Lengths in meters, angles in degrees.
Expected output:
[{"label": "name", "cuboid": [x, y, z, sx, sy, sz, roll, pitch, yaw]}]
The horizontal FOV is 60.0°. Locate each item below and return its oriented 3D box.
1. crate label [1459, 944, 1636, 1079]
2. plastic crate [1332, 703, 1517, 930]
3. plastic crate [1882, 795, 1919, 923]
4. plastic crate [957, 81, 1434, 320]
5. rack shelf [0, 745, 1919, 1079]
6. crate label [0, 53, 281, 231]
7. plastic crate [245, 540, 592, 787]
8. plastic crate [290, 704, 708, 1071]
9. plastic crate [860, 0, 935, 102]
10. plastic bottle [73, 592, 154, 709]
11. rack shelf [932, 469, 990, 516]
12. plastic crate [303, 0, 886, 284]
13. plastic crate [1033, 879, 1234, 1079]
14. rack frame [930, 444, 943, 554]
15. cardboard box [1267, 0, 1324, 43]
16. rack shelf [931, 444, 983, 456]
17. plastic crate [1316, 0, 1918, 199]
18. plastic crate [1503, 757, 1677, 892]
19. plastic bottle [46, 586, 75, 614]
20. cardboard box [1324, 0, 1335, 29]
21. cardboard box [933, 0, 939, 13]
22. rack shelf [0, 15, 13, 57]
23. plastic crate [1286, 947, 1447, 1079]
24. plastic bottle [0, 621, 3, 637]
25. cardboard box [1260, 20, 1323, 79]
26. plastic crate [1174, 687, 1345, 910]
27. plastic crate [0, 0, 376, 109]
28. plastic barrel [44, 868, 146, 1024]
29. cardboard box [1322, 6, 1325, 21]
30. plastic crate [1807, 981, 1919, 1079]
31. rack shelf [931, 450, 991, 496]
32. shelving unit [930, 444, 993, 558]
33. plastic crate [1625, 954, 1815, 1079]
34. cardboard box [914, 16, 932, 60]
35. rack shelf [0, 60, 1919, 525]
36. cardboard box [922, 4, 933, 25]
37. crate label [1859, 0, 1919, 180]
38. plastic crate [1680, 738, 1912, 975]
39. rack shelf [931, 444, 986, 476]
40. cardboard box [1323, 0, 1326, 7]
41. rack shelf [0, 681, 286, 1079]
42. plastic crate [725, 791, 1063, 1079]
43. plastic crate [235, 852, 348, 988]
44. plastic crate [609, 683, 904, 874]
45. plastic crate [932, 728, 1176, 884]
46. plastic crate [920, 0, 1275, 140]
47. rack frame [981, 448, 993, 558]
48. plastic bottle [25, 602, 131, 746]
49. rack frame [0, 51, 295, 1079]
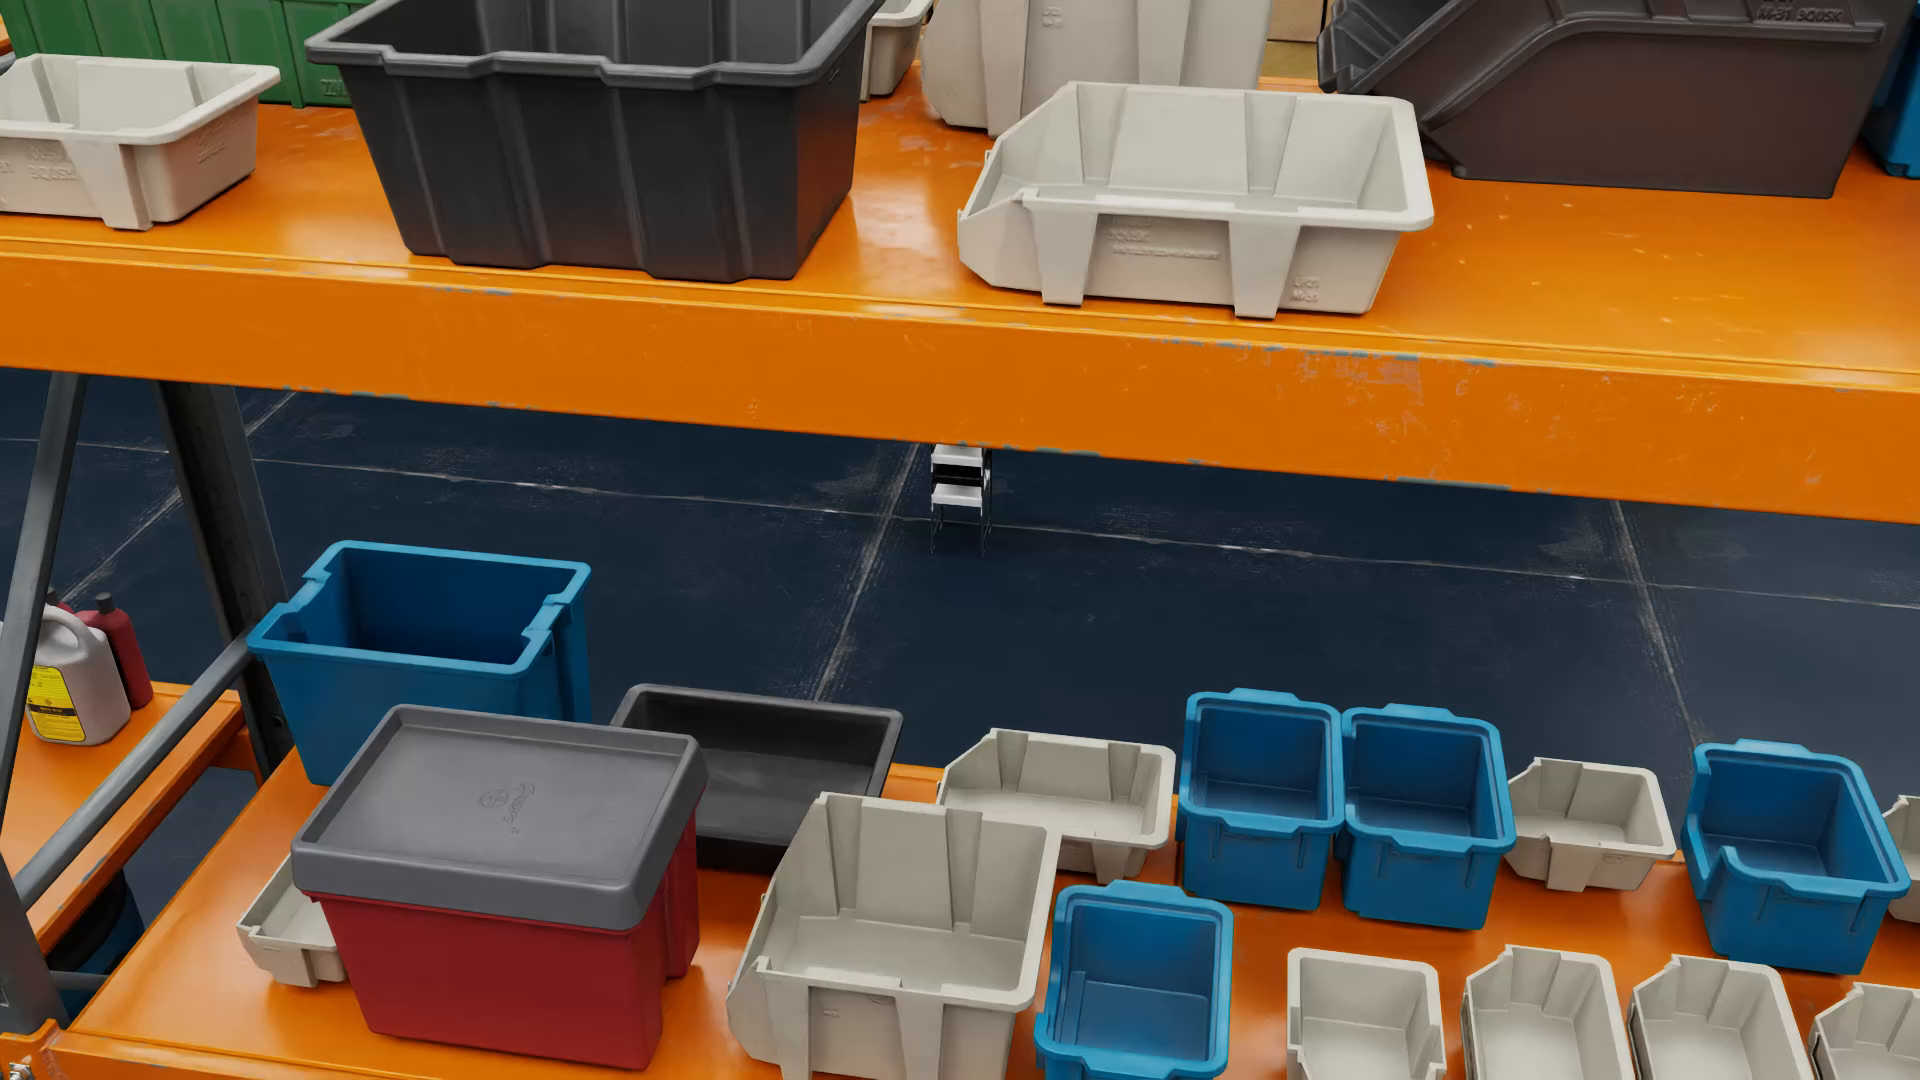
[{"label": "crate label", "cuboid": [0.959, 0.864, 2.735, 0.243, 0.136, 0.396, 5, 32, 8]}, {"label": "plastic crate", "cuboid": [0.869, 0.535, 3.170, 0.300, 0.233, 0.416, 5, 32, 8]}, {"label": "plastic crate", "cuboid": [1.865, 0.621, 3.123, 0.298, 0.136, 0.250, 5, 32, 8]}, {"label": "plastic crate", "cuboid": [0.276, -0.414, 2.005, 0.530, 0.136, 0.437, 5, 32, 8]}, {"label": "rack shelf", "cuboid": [0.383, 0.927, 3.120, 4.000, 0.370, 1.077, 5, 32, 8]}, {"label": "crate label", "cuboid": [-1.154, -0.521, 2.177, 0.466, 0.136, 0.293, 5, 32, 8]}, {"label": "plastic crate", "cuboid": [-1.070, 0.288, 3.421, 0.575, 0.384, 0.392, 5, 32, 8]}, {"label": "plastic crate", "cuboid": [-0.750, 0.602, 2.844, 0.583, 0.464, 0.402, 5, 32, 8]}, {"label": "plastic crate", "cuboid": [-0.270, -0.801, 2.625, 0.466, 0.136, 0.293, 5, 32, 8]}, {"label": "plastic bottle", "cuboid": [-1.878, 0.237, 3.654, 0.133, 0.283, 0.061, 5, 32, 8]}, {"label": "rack shelf", "cuboid": [0.008, -0.200, 6.623, 0.200, 0.077, 0.258, 5, 32, 8]}, {"label": "plastic crate", "cuboid": [-0.410, -0.518, 2.047, 0.590, 0.269, 0.497, 5, 32, 8]}, {"label": "plastic crate", "cuboid": [0.287, 0.797, 2.751, 0.300, 0.233, 0.416, 5, 32, 8]}, {"label": "rack frame", "cuboid": [-0.092, -0.390, 6.525, 0.006, 0.900, 0.240, 5, 32, 8]}, {"label": "cardboard box", "cuboid": [1.191, -2.286, 6.538, 0.500, 0.500, 0.500, 6, 33, 10]}, {"label": "rack shelf", "cuboid": [0.008, -0.429, 6.480, 0.200, 0.077, 0.258, 5, 32, 8]}, {"label": "plastic crate", "cuboid": [0.895, -0.725, 2.312, 0.767, 0.338, 0.504, 5, 32, 8]}, {"label": "plastic crate", "cuboid": [1.196, 0.560, 3.219, 0.298, 0.136, 0.250, 5, 32, 8]}, {"label": "plastic bottle", "cuboid": [-2.009, 0.225, 3.673, 0.133, 0.283, 0.061, 5, 32, 8]}, {"label": "cardboard box", "cuboid": [1.697, -2.240, 6.465, 0.500, 0.500, 0.500, 6, 33, 10]}, {"label": "cardboard box", "cuboid": [0.175, -2.378, 6.685, 0.500, 0.500, 0.500, 4, 32, 7]}, {"label": "rack shelf", "cuboid": [-3.560, -0.701, 2.894, 4.000, 0.370, 1.077, 5, 32, 8]}, {"label": "plastic crate", "cuboid": [0.664, 0.847, 2.762, 0.250, 0.136, 0.298, 5, 32, 8]}, {"label": "plastic bottle", "cuboid": [-2.126, 0.259, 3.696, 0.097, 0.201, 0.097, 0, 32, 0]}, {"label": "cardboard box", "cuboid": [1.205, -1.866, 6.810, 0.500, 0.500, 0.500, 5, 32, 8]}, {"label": "plastic crate", "cuboid": [0.573, 0.508, 3.213, 0.300, 0.233, 0.416, 5, 32, 8]}, {"label": "plastic crate", "cuboid": [-1.120, -0.858, 2.666, 0.662, 0.188, 0.450, 5, 32, 8]}, {"label": "plastic barrel", "cuboid": [-2.121, 1.098, 3.751, 0.708, 0.901, 0.600, 5, 32, 8]}, {"label": "cardboard box", "cuboid": [1.795, -2.099, 7.182, 0.500, 0.500, 0.500, 5, 32, 8]}, {"label": "plastic crate", "cuboid": [1.521, 0.909, 2.663, 0.243, 0.136, 0.396, 5, 32, 8]}, {"label": "rack shelf", "cuboid": [0.008, -0.276, 6.576, 0.200, 0.077, 0.258, 5, 32, 8]}, {"label": "shelving unit", "cuboid": [0.008, -0.381, 6.510, 0.210, 0.900, 0.258, 5, 32, 8]}, {"label": "plastic crate", "cuboid": [1.237, 0.876, 2.716, 0.243, 0.136, 0.396, 5, 32, 8]}, {"label": "cardboard box", "cuboid": [-0.294, -2.001, 7.025, 0.500, 0.500, 0.500, 6, 33, 9]}, {"label": "rack shelf", "cuboid": [0.383, -0.344, 2.324, 4.000, 0.370, 1.077, 5, 32, 8]}, {"label": "cardboard box", "cuboid": [-0.334, -2.424, 6.758, 0.500, 0.500, 0.500, 6, 33, 9]}, {"label": "crate label", "cuboid": [1.500, -0.659, 2.289, 0.502, 0.251, 0.408, 5, 32, 8]}, {"label": "plastic crate", "cuboid": [1.518, 0.593, 3.076, 0.300, 0.233, 0.416, 5, 32, 8]}, {"label": "rack shelf", "cuboid": [0.008, -0.352, 6.528, 0.200, 0.077, 0.258, 5, 32, 8]}, {"label": "cardboard box", "cuboid": [1.790, -2.523, 6.917, 0.500, 0.500, 0.500, 6, 32, 9]}, {"label": "rack shelf", "cuboid": [-3.560, 0.570, 3.690, 4.000, 0.370, 1.077, 5, 32, 8]}, {"label": "plastic crate", "cuboid": [-0.114, 0.701, 2.858, 0.530, 0.282, 0.437, 5, 32, 8]}, {"label": "plastic crate", "cuboid": [-1.153, 0.646, 3.082, 0.243, 0.136, 0.396, 5, 32, 8]}, {"label": "plastic crate", "cuboid": [-0.439, 0.494, 3.336, 0.590, 0.125, 0.437, 5, 32, 8]}, {"label": "plastic crate", "cuboid": [0.179, 0.528, 3.271, 0.466, 0.136, 0.293, 5, 32, 8]}, {"label": "plastic crate", "cuboid": [0.222, -0.780, 2.453, 0.530, 0.282, 0.437, 5, 32, 8]}, {"label": "rack frame", "cuboid": [0.108, -0.372, 6.496, 0.006, 0.900, 0.240, 5, 32, 8]}, {"label": "plastic bottle", "cuboid": [-1.920, 0.260, 3.554, 0.185, 0.351, 0.144, 5, 32, 8]}, {"label": "rack frame", "cuboid": [-1.589, 0.445, 3.211, 0.053, 2.616, 0.949, 5, 32, 8]}]
